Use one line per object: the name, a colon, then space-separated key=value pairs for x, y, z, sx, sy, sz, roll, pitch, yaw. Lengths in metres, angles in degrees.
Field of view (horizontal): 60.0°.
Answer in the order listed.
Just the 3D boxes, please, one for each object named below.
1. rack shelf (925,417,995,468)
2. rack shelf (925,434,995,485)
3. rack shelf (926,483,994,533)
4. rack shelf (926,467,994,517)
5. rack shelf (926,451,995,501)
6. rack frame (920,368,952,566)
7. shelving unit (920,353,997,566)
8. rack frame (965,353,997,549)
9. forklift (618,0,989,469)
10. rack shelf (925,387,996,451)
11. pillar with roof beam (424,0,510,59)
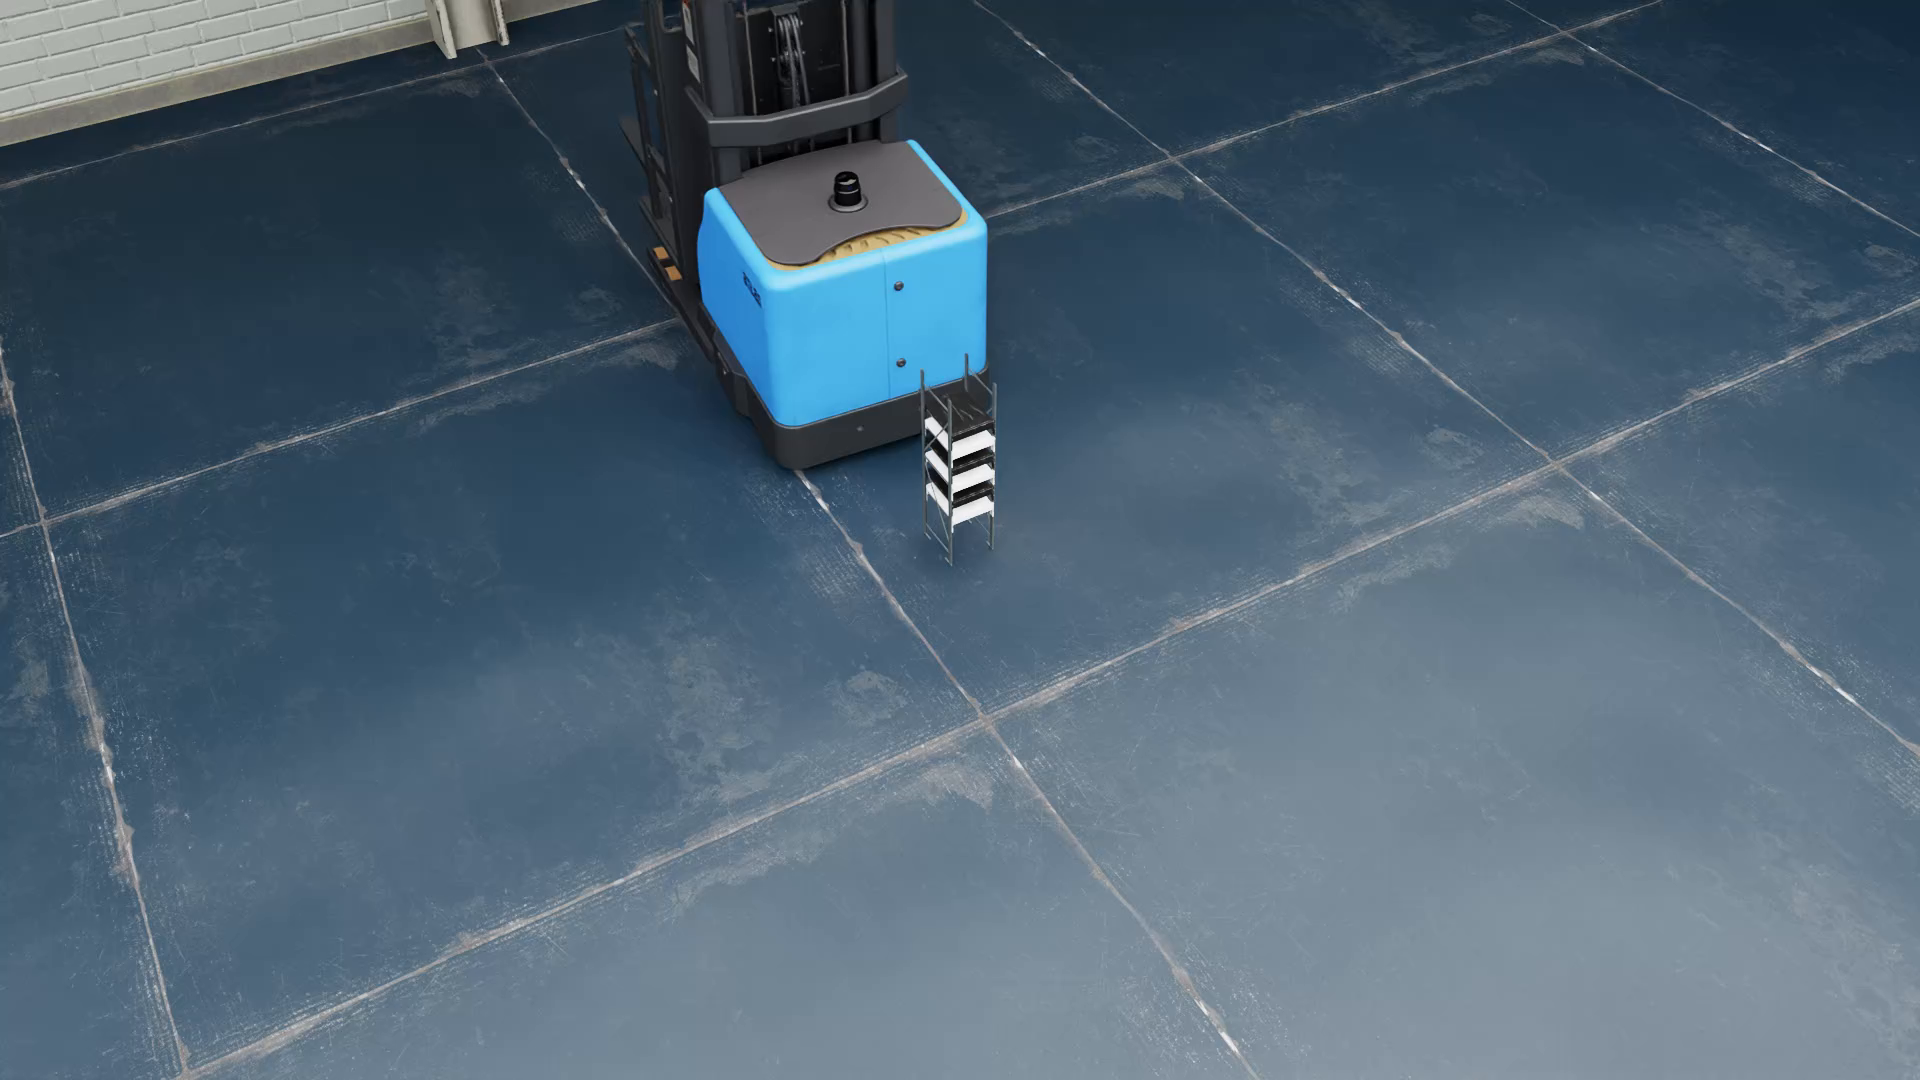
rack shelf: x=-0.007 y=-0.425 z=6.761 sx=0.200 sy=0.077 sz=0.258 roll=-22 pitch=48 yaw=-21
rack shelf: x=-0.007 y=-0.361 z=6.824 sx=0.200 sy=0.077 sz=0.258 roll=-22 pitch=48 yaw=-21
rack shelf: x=-0.007 y=-0.167 z=7.012 sx=0.200 sy=0.077 sz=0.258 roll=-22 pitch=48 yaw=-21
rack shelf: x=-0.007 y=-0.232 z=6.949 sx=0.200 sy=0.077 sz=0.258 roll=-22 pitch=48 yaw=-21
rack shelf: x=-0.007 y=-0.296 z=6.886 sx=0.200 sy=0.077 sz=0.258 roll=-22 pitch=48 yaw=-21
rack frame: x=-0.095 y=-0.285 z=6.827 sx=0.006 sy=0.900 sz=0.240 roll=-22 pitch=48 yaw=-21
shelving unit: x=-0.007 y=-0.320 z=6.863 sx=0.210 sy=0.900 sz=0.258 roll=-22 pitch=48 yaw=-21
rack frame: x=0.081 y=-0.355 z=6.899 sx=0.006 sy=0.900 sz=0.240 roll=-22 pitch=48 yaw=-21
forklift: x=-0.955 y=-2.398 z=7.545 sx=1.130 sy=2.935 sz=3.031 roll=-18 pitch=47 yaw=-18
rack shelf: x=-0.007 y=-0.490 z=6.698 sx=0.200 sy=0.077 sz=0.258 roll=-22 pitch=48 yaw=-21
pillar with roof beam: x=-0.908 y=-3.749 z=4.581 sx=0.400 sy=9.000 sz=9.100 roll=-22 pitch=48 yaw=-21
